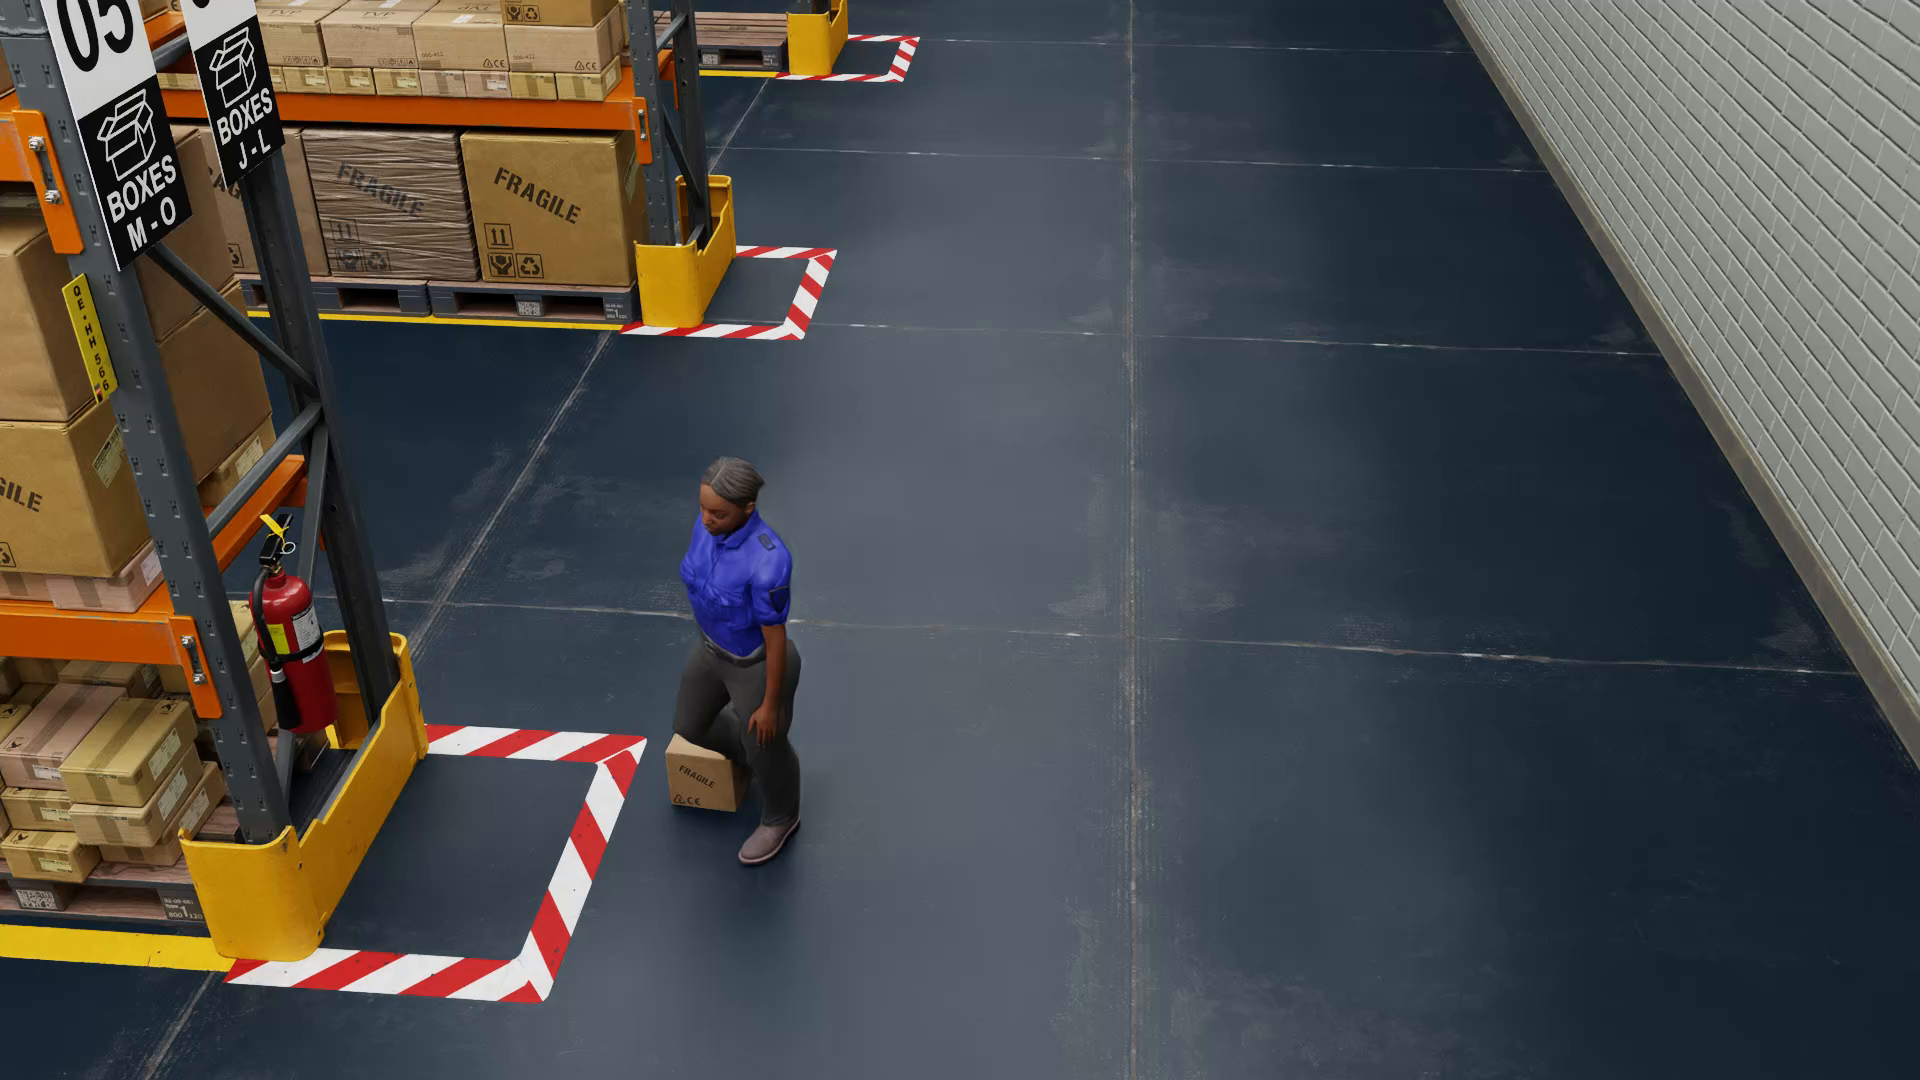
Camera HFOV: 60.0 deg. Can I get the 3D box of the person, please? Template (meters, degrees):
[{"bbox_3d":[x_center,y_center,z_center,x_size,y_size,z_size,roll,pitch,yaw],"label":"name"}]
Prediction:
[{"bbox_3d":[-0.717,0.362,5.571,0.440,1.644,0.640,-27,41,-36],"label":"person"}]
